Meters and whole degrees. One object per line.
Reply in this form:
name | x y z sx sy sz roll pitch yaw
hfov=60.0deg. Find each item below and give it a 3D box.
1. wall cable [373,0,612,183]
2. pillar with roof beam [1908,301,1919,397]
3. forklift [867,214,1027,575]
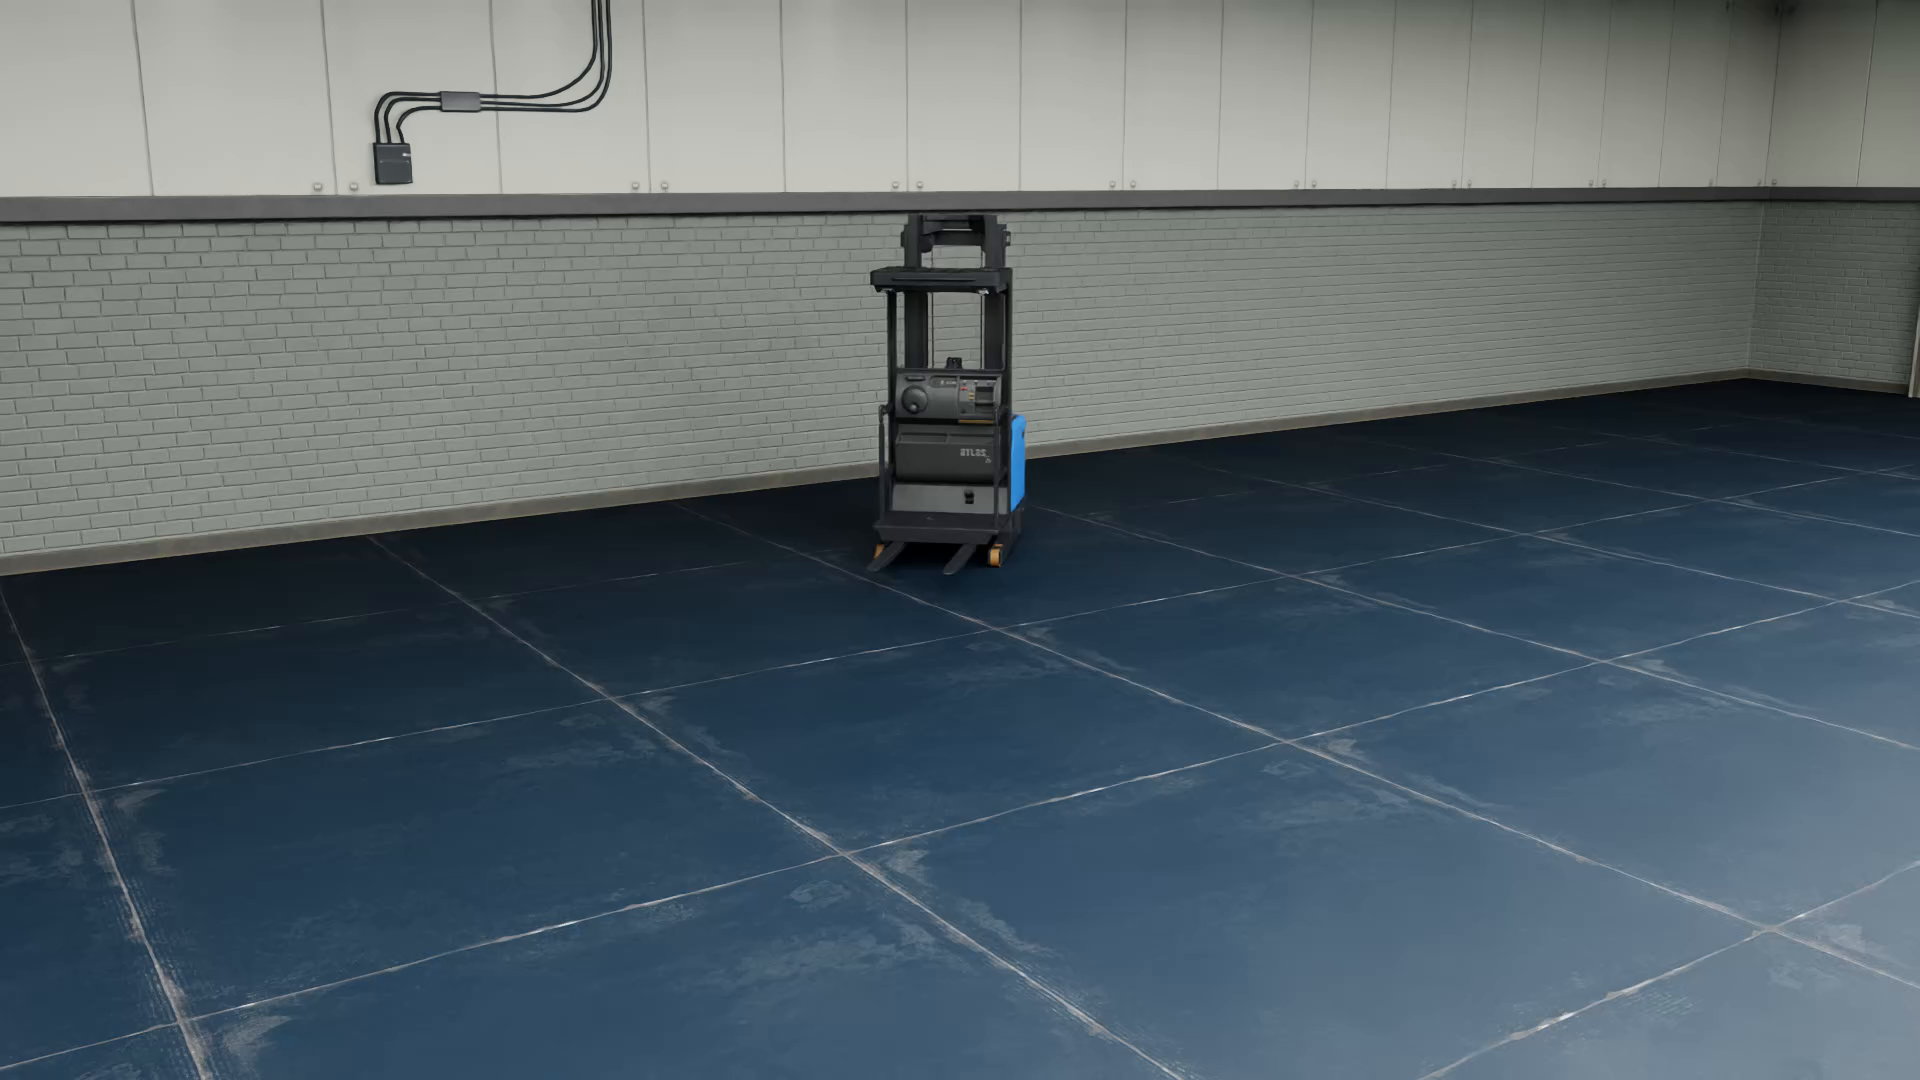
wall cable | -4.275 -6.277 14.929 2.305 6.003 0.169 -8 15 -33
pillar with roof beam | 10.984 -6.033 21.775 9.100 9.000 0.400 -8 15 -33
forklift | -0.135 -1.280 14.242 1.130 2.935 3.031 2 13 10
